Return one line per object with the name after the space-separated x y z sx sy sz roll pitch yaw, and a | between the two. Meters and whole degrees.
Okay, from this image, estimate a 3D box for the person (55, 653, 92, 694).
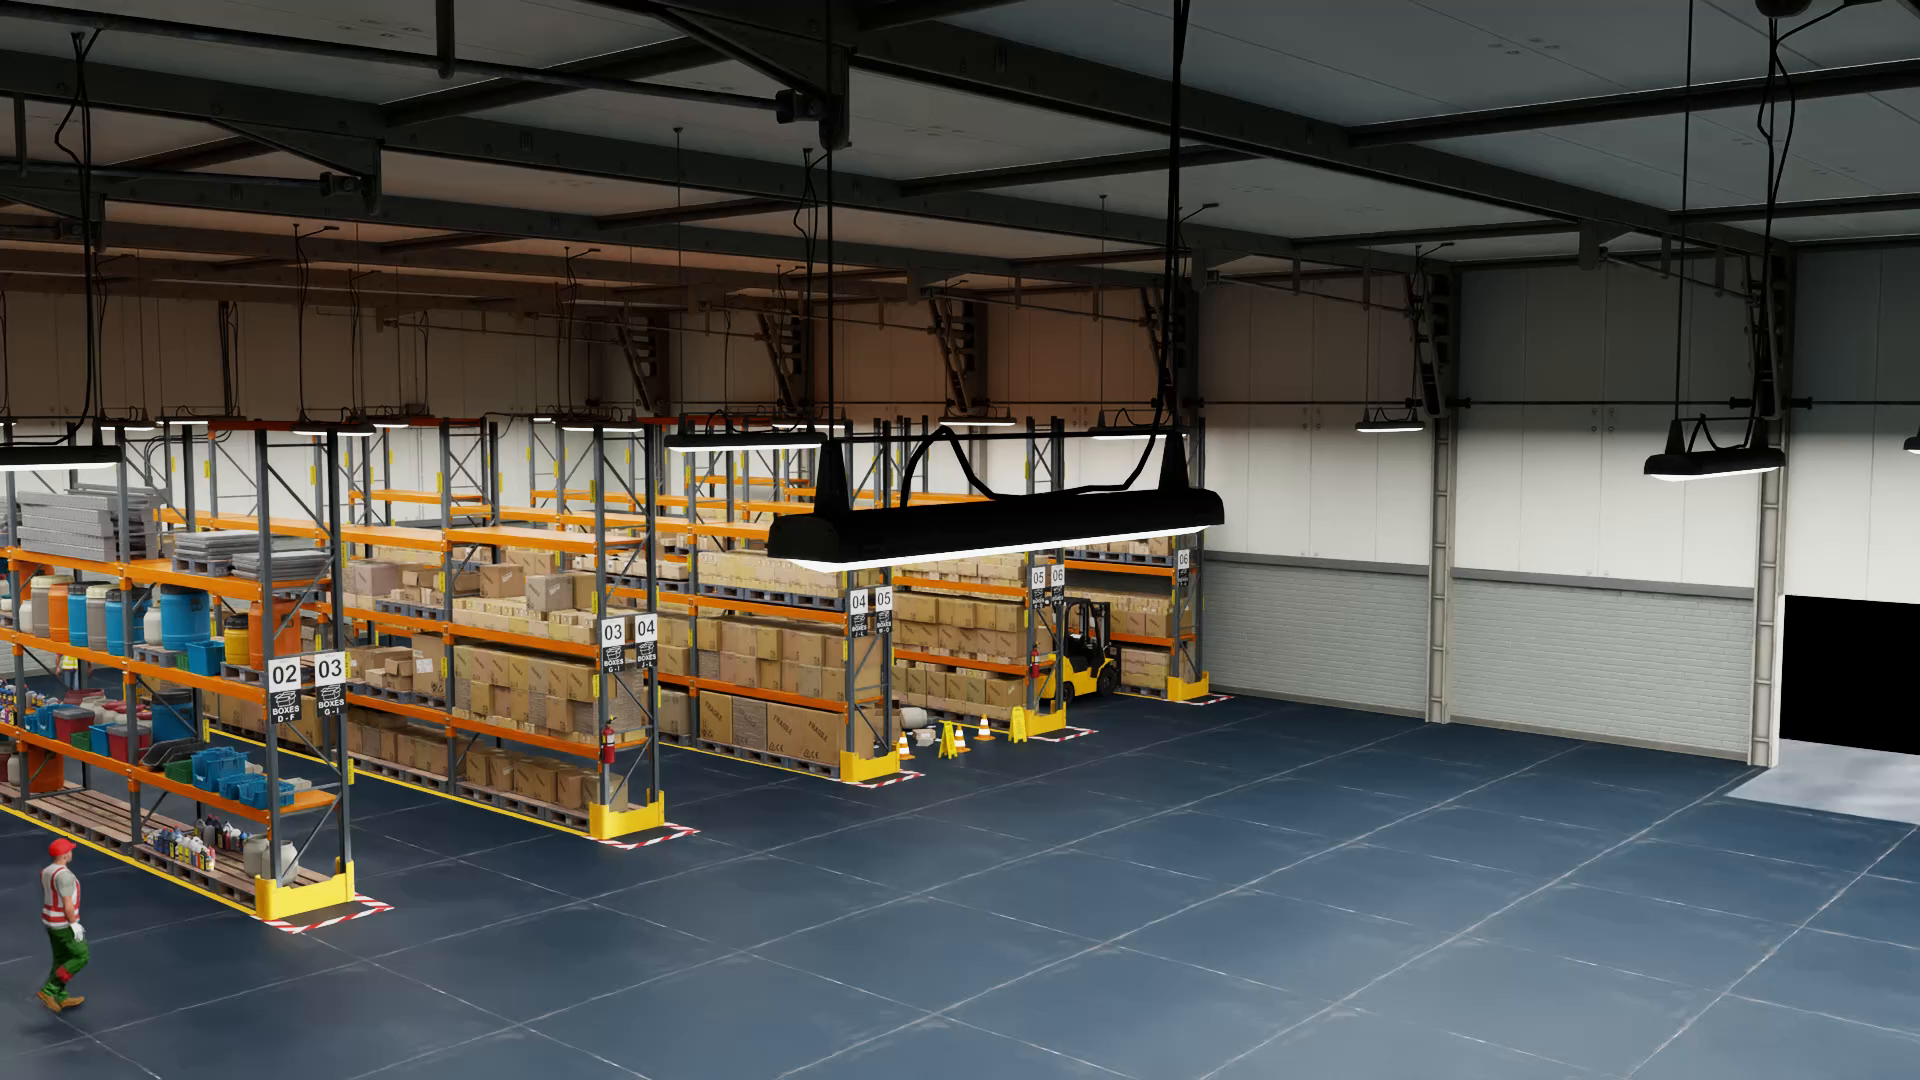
-18.103 2.647 33.965 0.681 1.730 0.865 -3 6 -33 | person

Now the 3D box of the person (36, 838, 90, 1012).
-9.339 3.988 17.218 0.576 1.789 0.477 4 6 42 | person
